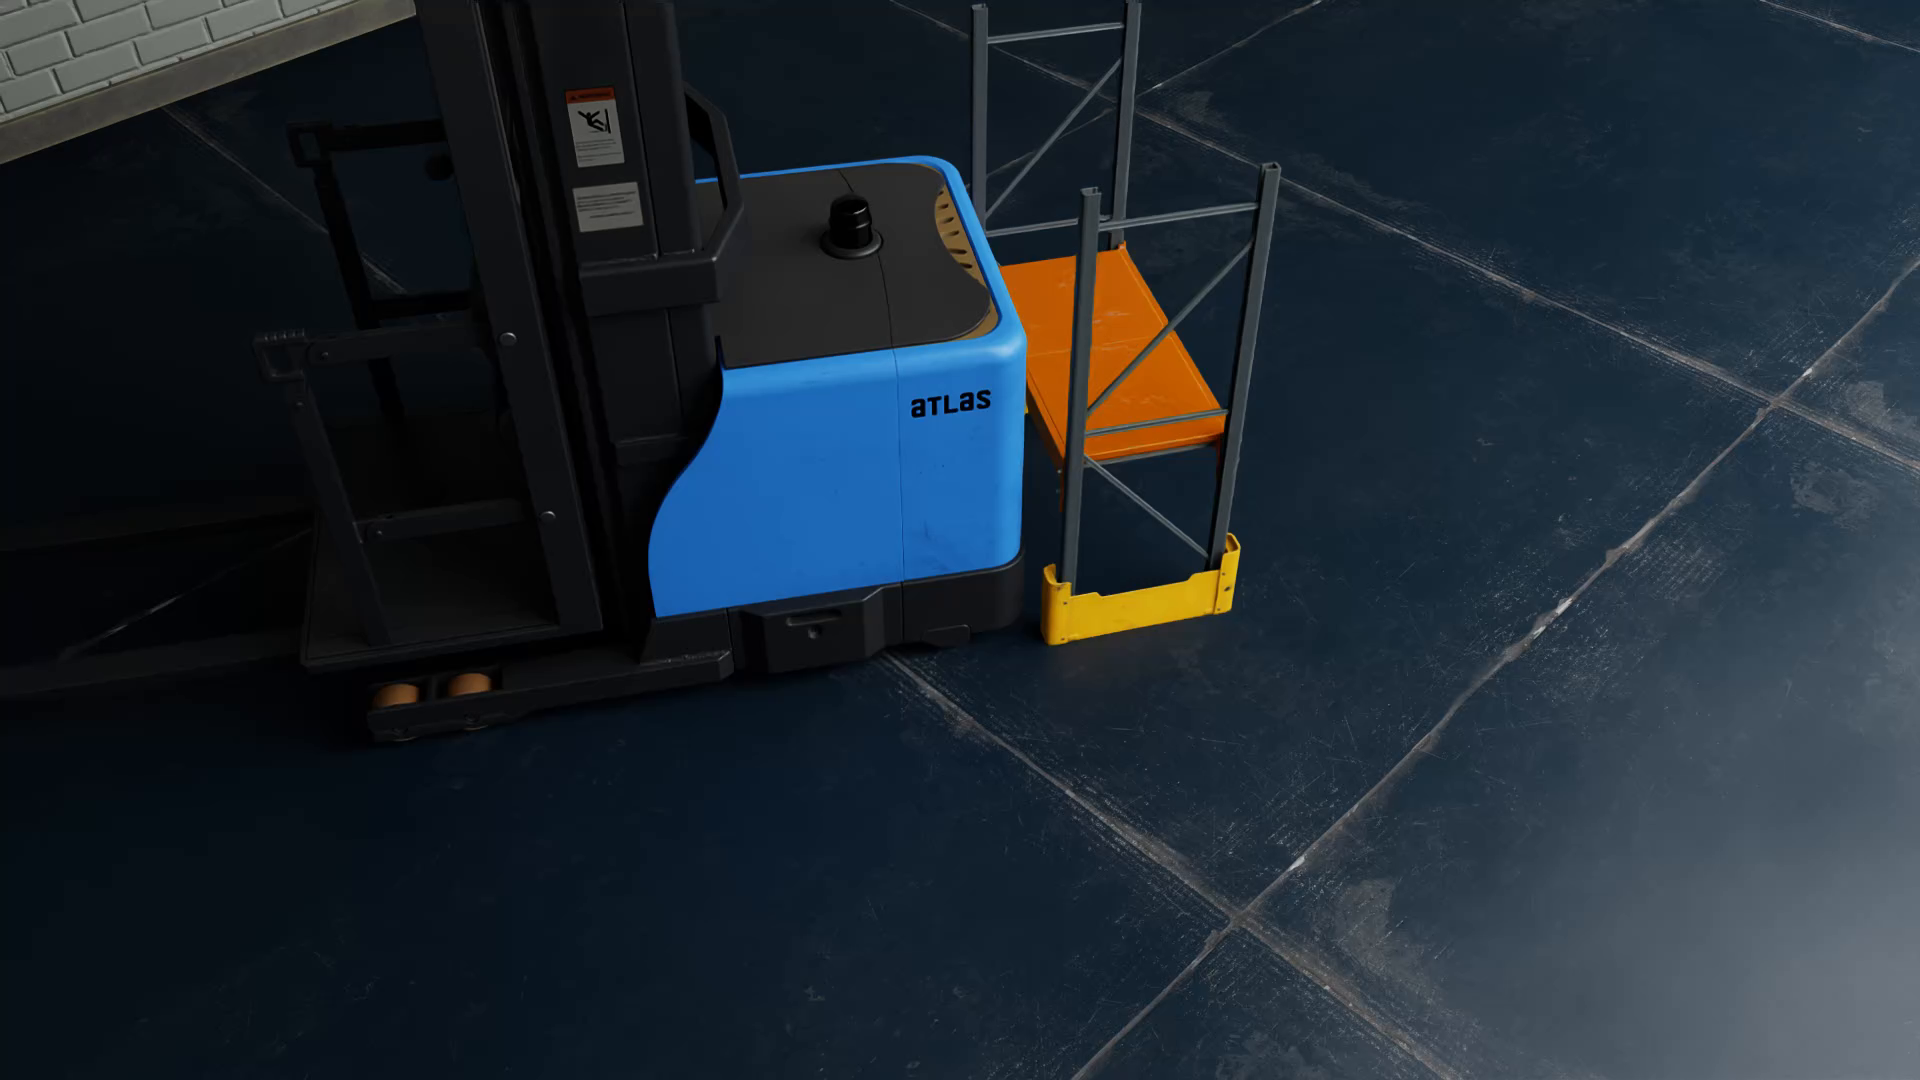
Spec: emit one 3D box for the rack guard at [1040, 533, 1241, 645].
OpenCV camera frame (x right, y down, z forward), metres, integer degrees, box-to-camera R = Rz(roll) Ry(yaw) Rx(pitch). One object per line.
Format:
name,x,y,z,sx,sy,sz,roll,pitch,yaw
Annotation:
rack guard,0.530,0.145,4.909,0.587,0.250,0.087,-10,44,-11

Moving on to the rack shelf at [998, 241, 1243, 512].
rack shelf,0.403,-0.515,4.968,0.538,0.185,1.000,-10,44,-11

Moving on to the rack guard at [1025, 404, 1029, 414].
rack guard,0.280,-0.510,5.617,0.587,0.250,0.087,-10,44,-11

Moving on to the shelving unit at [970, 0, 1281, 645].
shelving unit,0.405,-0.642,4.839,0.587,1.500,1.083,-10,44,-11

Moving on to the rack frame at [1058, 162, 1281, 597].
rack frame,0.530,-0.314,4.484,0.500,1.500,0.032,-10,44,-11

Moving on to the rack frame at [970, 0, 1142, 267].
rack frame,0.275,-0.982,5.207,0.500,1.500,0.032,-10,44,-11

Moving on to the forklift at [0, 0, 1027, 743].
forklift,-1.384,-0.909,4.074,3.031,2.935,1.130,-8,43,-9
